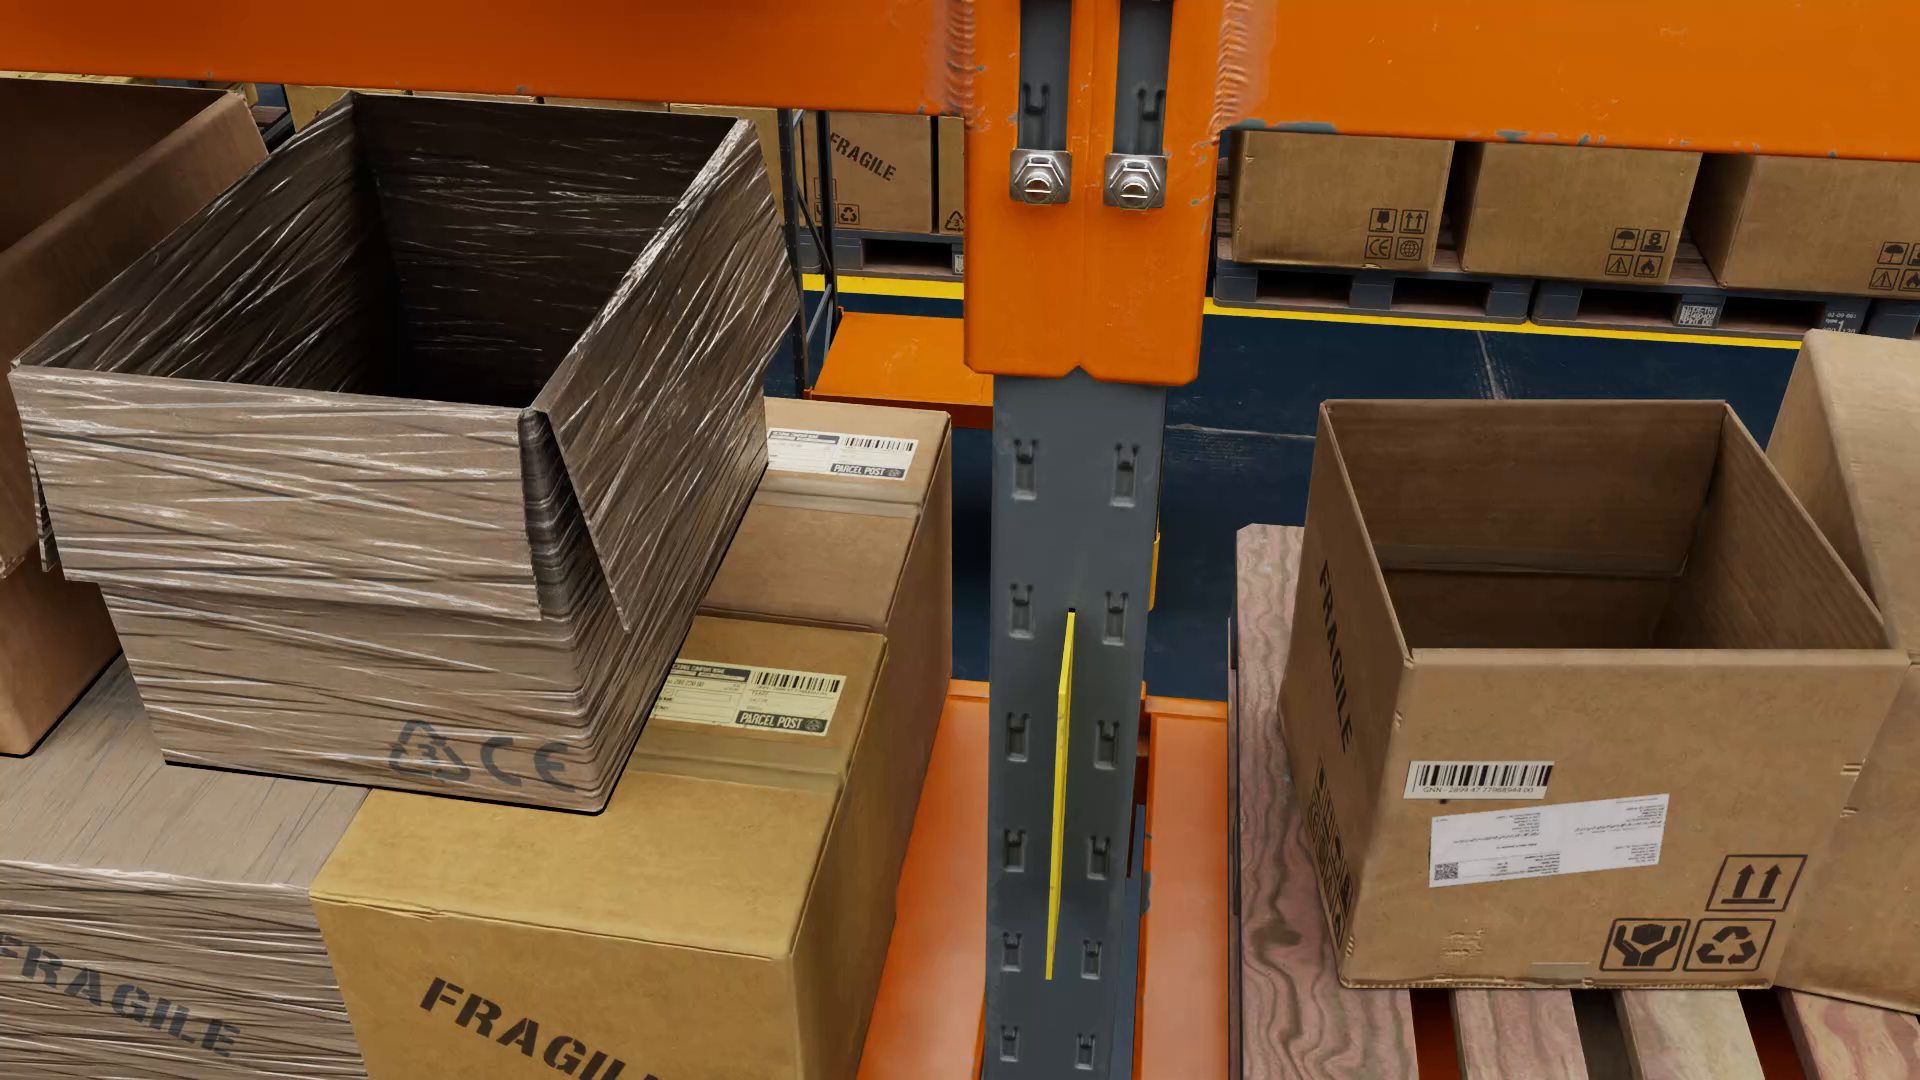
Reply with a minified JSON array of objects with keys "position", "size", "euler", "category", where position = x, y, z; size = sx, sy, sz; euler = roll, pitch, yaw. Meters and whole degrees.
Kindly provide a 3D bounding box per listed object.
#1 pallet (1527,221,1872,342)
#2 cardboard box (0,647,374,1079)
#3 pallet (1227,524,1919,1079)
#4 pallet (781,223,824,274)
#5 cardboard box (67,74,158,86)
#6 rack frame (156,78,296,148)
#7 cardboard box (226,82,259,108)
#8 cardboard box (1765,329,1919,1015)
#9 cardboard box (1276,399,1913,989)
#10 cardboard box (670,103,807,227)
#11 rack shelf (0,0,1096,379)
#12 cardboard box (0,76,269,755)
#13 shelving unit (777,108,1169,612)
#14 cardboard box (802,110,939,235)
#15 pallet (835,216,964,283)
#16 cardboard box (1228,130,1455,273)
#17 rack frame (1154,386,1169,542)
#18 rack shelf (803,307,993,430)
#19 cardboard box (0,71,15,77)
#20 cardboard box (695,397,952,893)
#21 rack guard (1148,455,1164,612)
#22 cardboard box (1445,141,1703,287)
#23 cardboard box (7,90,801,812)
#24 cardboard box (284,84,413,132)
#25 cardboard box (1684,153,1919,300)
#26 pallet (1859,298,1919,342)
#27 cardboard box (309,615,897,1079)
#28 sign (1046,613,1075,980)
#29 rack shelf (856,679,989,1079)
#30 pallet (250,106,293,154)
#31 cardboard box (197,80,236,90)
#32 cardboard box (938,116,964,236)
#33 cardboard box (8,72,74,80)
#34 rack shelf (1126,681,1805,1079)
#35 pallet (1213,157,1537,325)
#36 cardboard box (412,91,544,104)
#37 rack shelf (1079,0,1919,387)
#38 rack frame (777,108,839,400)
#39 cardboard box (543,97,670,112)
[{"position":[2.860,-1.154,6.685],"size":[1.213,0.211,1.003],"euler":[4,36,6],"category":"pallet"},{"position":[-0.865,0.393,2.031],"size":[0.500,0.500,0.500],"euler":[4,36,6],"category":"cardboard box"},{"position":[0.870,0.437,2.220],"size":[1.003,0.211,1.213],"euler":[4,36,6],"category":"pallet"},{"position":[-1.100,-1.498,7.167],"size":[1.213,0.211,1.003],"euler":[4,36,6],"category":"pallet"},{"position":[-3.472,-1.908,6.921],"size":[0.250,0.149,0.380],"euler":[5,36,7],"category":"cardboard box"},{"position":[-3.086,-2.778,6.561],"size":[0.127,3.000,1.000],"euler":[4,36,6],"category":"rack frame"},{"position":[-3.406,-2.001,7.564],"size":[0.250,0.149,0.380],"euler":[3,36,4],"category":"cardboard box"},{"position":[1.257,0.157,2.001],"size":[0.500,0.500,0.700],"euler":[9,37,13],"category":"cardboard box"},{"position":[0.690,0.173,1.978],"size":[0.500,0.500,0.500],"euler":[0,36,0],"category":"cardboard box"},{"position":[-0.846,-1.604,6.706],"size":[0.500,0.500,0.500],"euler":[3,36,4],"category":"cardboard box"},{"position":[-1.834,-0.708,1.697],"size":[4.000,0.370,1.077],"euler":[4,36,6],"category":"rack shelf"},{"position":[-1.220,-0.194,1.991],"size":[0.637,0.503,0.797],"euler":[5,36,7],"category":"cardboard box"},{"position":[0.076,-0.605,4.806],"size":[1.083,1.500,0.587],"euler":[4,36,6],"category":"shelving unit"},{"position":[-0.319,-1.575,6.664],"size":[0.500,0.500,0.500],"euler":[6,36,8],"category":"cardboard box"},{"position":[0.107,-1.406,7.039],"size":[1.213,0.211,1.003],"euler":[4,36,6],"category":"pallet"},{"position":[1.474,-1.641,6.542],"size":[0.750,0.750,1.050],"euler":[4,36,5],"category":"cardboard box"},{"position":[0.589,-0.567,4.753],"size":[0.032,1.500,0.500],"euler":[4,36,6],"category":"rack frame"},{"position":[0.085,-0.458,4.910],"size":[1.000,0.185,0.538],"euler":[4,36,6],"category":"rack shelf"},{"position":[-3.978,-1.918,6.936],"size":[0.250,0.149,0.380],"euler":[4,36,6],"category":"cardboard box"},{"position":[-0.298,0.134,2.393],"size":[0.500,0.500,0.500],"euler":[5,36,7],"category":"cardboard box"},{"position":[0.570,-0.059,5.118],"size":[0.087,0.250,0.587],"euler":[4,36,6],"category":"rack guard"},{"position":[2.342,-1.578,6.454],"size":[0.750,0.750,1.050],"euler":[5,36,7],"category":"cardboard box"},{"position":[-0.574,-0.145,1.921],"size":[0.637,0.503,0.797],"euler":[5,36,8],"category":"cardboard box"},{"position":[-2.387,-1.724,6.874],"size":[0.500,0.500,0.500],"euler":[6,36,8],"category":"cardboard box"},{"position":[3.265,-1.509,6.358],"size":[0.750,0.750,1.050],"euler":[4,36,6],"category":"cardboard box"},{"position":[4.074,-1.065,6.561],"size":[1.213,0.211,1.003],"euler":[4,36,6],"category":"pallet"},{"position":[-0.372,0.433,1.975],"size":[0.500,0.500,0.500],"euler":[5,36,7],"category":"cardboard box"},{"position":[0.082,0.217,1.368],"size":[0.005,0.325,0.100],"euler":[4,36,6],"category":"sign"},{"position":[-1.834,0.513,2.569],"size":[4.000,0.370,1.077],"euler":[4,36,6],"category":"rack shelf"},{"position":[-3.757,-1.673,7.412],"size":[1.213,0.211,1.003],"euler":[4,36,6],"category":"pallet"},{"position":[-3.405,-2.121,7.477],"size":[0.250,0.149,0.380],"euler":[6,36,8],"category":"cardboard box"},{"position":[0.195,-1.534,6.608],"size":[0.500,0.500,0.500],"euler":[4,36,6],"category":"cardboard box"},{"position":[-3.731,-1.904,6.916],"size":[0.250,0.149,0.380],"euler":[5,36,7],"category":"cardboard box"},{"position":[2.133,0.809,2.154],"size":[4.000,0.370,1.077],"euler":[4,36,6],"category":"rack shelf"},{"position":[1.654,-1.246,6.814],"size":[1.213,0.211,1.003],"euler":[4,36,6],"category":"pallet"},{"position":[-1.862,-1.686,6.821],"size":[0.500,0.500,0.500],"euler":[6,36,8],"category":"cardboard box"},{"position":[2.133,-0.412,1.283],"size":[4.000,0.370,1.077],"euler":[4,36,6],"category":"rack shelf"},{"position":[-0.420,-0.642,4.858],"size":[0.032,1.500,0.500],"euler":[4,36,6],"category":"rack frame"},{"position":[-1.341,-1.655,6.778],"size":[0.500,0.500,0.500],"euler":[5,36,7],"category":"cardboard box"}]
